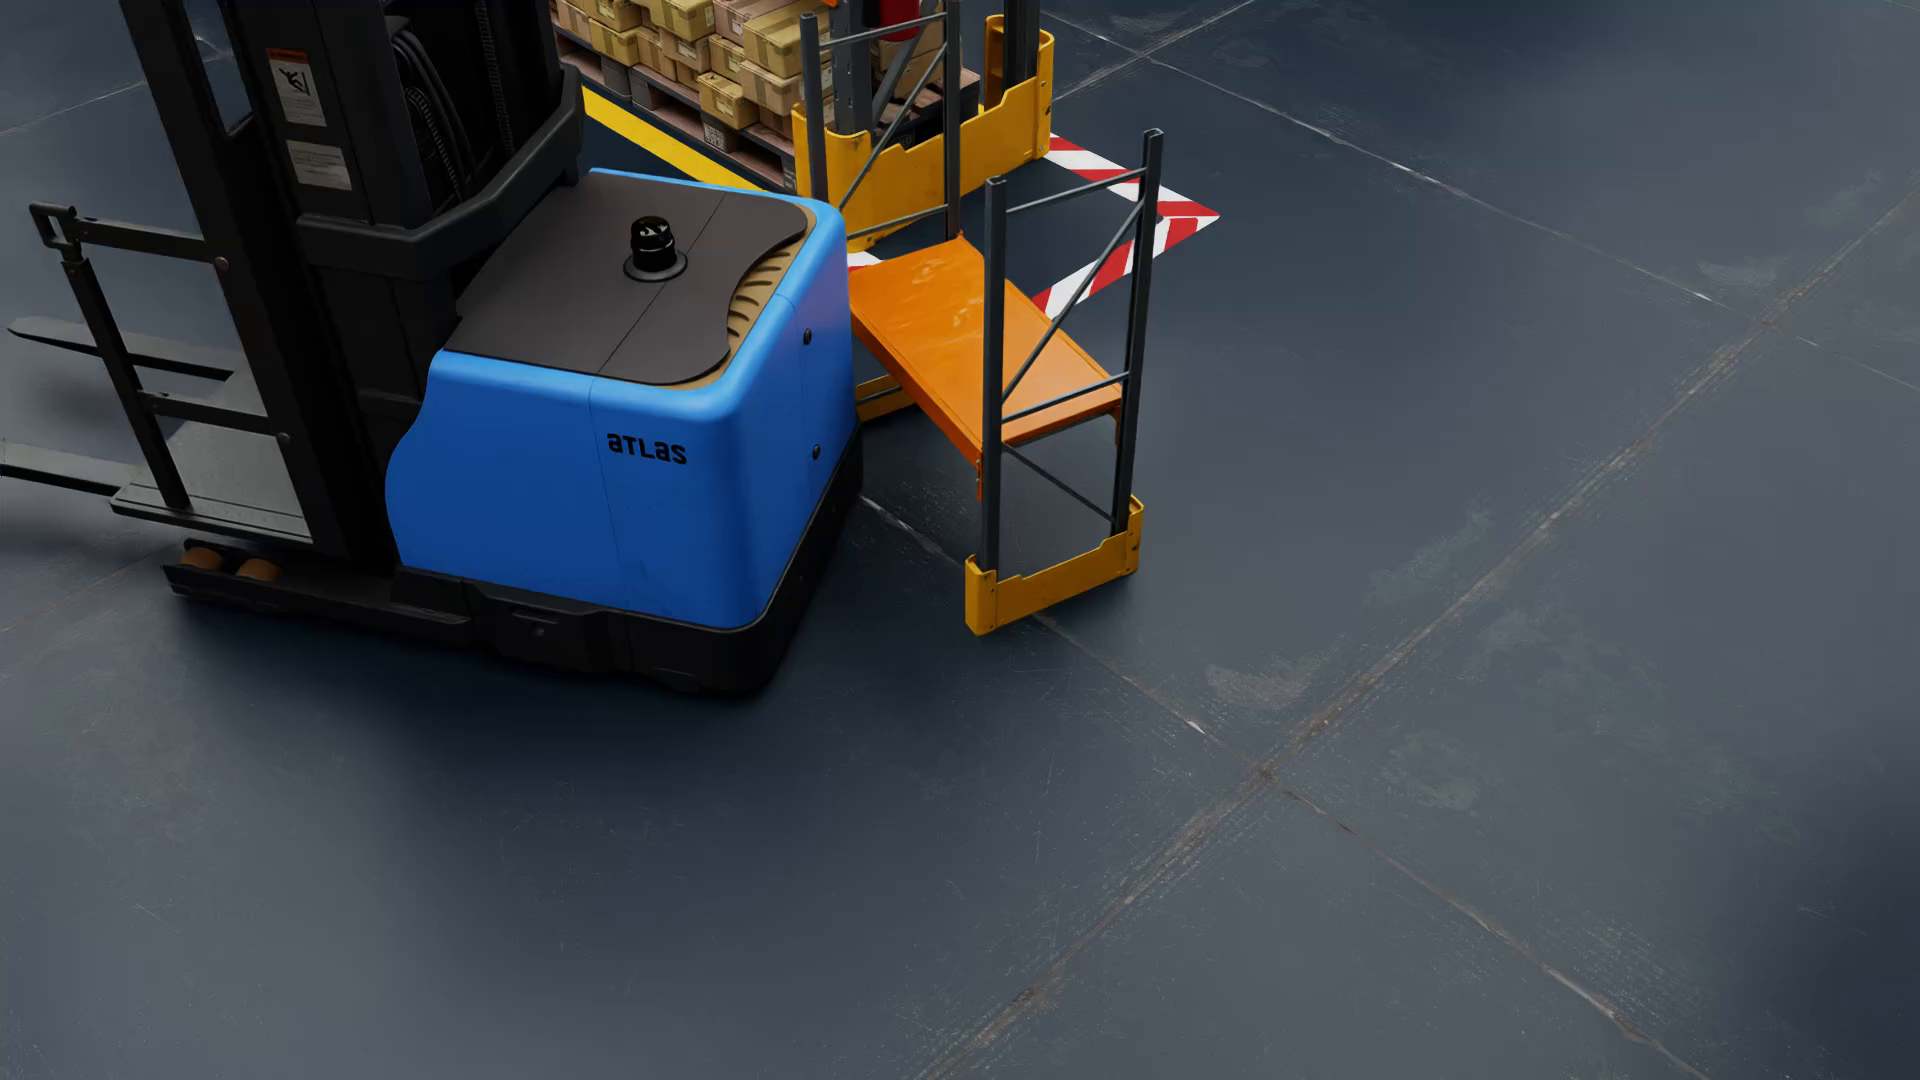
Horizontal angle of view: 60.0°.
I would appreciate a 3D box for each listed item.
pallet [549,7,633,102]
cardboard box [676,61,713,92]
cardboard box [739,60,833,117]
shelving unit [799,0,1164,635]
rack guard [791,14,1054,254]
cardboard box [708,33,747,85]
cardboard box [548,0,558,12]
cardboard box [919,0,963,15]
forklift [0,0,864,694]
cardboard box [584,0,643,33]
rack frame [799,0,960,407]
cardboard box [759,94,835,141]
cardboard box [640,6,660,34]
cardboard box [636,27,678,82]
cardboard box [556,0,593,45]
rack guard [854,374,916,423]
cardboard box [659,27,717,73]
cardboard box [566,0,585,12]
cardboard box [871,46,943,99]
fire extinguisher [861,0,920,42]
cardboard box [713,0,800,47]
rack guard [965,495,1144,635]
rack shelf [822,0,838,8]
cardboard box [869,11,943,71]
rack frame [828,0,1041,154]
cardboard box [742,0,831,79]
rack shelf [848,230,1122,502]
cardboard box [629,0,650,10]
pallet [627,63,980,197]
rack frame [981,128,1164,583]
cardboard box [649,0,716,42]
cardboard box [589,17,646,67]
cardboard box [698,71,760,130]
[{"bbox_3d":[-1.535,-2.527,7.829,1.003,0.211,1.213,-34,53,-31],"label":"pallet"},{"bbox_3d":[-0.973,-2.025,7.022,0.250,0.149,0.380,34,52,31],"label":"cardboard box"},{"bbox_3d":[-0.650,-1.855,6.619,0.250,0.149,0.380,33,52,30],"label":"cardboard box"},{"bbox_3d":[0.035,-0.680,4.880,0.587,1.500,1.083,-21,47,-22],"label":"shelving unit"},{"bbox_3d":[-0.129,-1.640,6.656,1.175,0.500,0.348,-34,53,-31],"label":"rack guard"},{"bbox_3d":[-0.796,-2.006,6.783,0.250,0.149,0.380,33,52,31],"label":"cardboard box"},{"bbox_3d":[-1.686,-2.528,7.567,0.380,0.149,0.250,-33,52,-30],"label":"cardboard box"},{"bbox_3d":[-0.205,-2.262,6.840,0.250,0.149,0.380,32,51,30],"label":"cardboard box"},{"bbox_3d":[-1.885,-1.192,4.380,3.031,2.935,1.130,10,44,11],"label":"forklift"},{"bbox_3d":[-1.393,-2.346,7.151,0.380,0.149,0.250,-33,52,-31],"label":"cardboard box"},{"bbox_3d":[-0.224,-0.984,5.210,0.500,1.500,0.032,-21,47,-22],"label":"rack frame"},{"bbox_3d":[-0.595,-1.782,6.759,0.380,0.149,0.250,-33,52,-31],"label":"cardboard box"},{"bbox_3d":[-1.135,-2.282,7.081,0.250,0.149,0.380,34,52,31],"label":"cardboard box"},{"bbox_3d":[-1.157,-2.137,7.144,0.380,0.149,0.250,-34,52,-31],"label":"cardboard box"},{"bbox_3d":[-1.560,-2.371,7.397,0.380,0.149,0.250,-33,52,-31],"label":"cardboard box"},{"bbox_3d":[-0.214,-0.513,5.621,0.587,0.250,0.087,-21,47,-22],"label":"rack guard"},{"bbox_3d":[-1.018,-2.103,6.888,0.250,0.149,0.380,32,52,30],"label":"cardboard box"},{"bbox_3d":[-1.561,-2.478,7.294,0.380,0.149,0.250,-31,51,-29],"label":"cardboard box"},{"bbox_3d":[-0.219,-2.034,7.032,0.380,0.149,0.250,-33,52,-31],"label":"cardboard box"},{"bbox_3d":[-0.224,-2.014,5.551,0.296,0.674,0.183,-34,53,-31],"label":"fire extinguisher"},{"bbox_3d":[-0.765,-2.128,6.696,0.380,0.149,0.250,-33,52,-31],"label":"cardboard box"},{"bbox_3d":[0.284,0.072,4.988,0.587,0.250,0.087,-21,47,-22],"label":"rack guard"},{"bbox_3d":[-1.488,-3.218,7.053,1.077,0.370,4.000,-34,53,-31],"label":"rack shelf"},{"bbox_3d":[-0.263,-2.113,6.898,0.380,0.149,0.250,-32,51,-30],"label":"cardboard box"},{"bbox_3d":[-0.075,-2.521,5.768,1.000,3.000,0.127,-34,53,-31],"label":"rack frame"},{"bbox_3d":[-0.628,-1.980,6.535,0.380,0.149,0.250,-33,52,-31],"label":"cardboard box"},{"bbox_3d":[0.030,-0.553,5.008,0.538,0.185,1.000,-21,47,-22],"label":"rack shelf"},{"bbox_3d":[-1.176,-2.347,6.932,0.250,0.149,0.380,32,52,30],"label":"cardboard box"},{"bbox_3d":[-0.678,-1.941,7.195,1.003,0.211,1.213,-34,53,-31],"label":"pallet"},{"bbox_3d":[0.284,-0.386,4.563,0.500,1.500,0.032,-21,47,-22],"label":"rack frame"},{"bbox_3d":[-1.038,-2.192,6.765,0.250,0.149,0.380,33,52,31],"label":"cardboard box"},{"bbox_3d":[-1.382,-2.230,7.244,0.250,0.149,0.380,32,51,30],"label":"cardboard box"},{"bbox_3d":[-0.848,-1.857,6.840,0.380,0.149,0.250,-32,52,-30],"label":"cardboard box"}]
